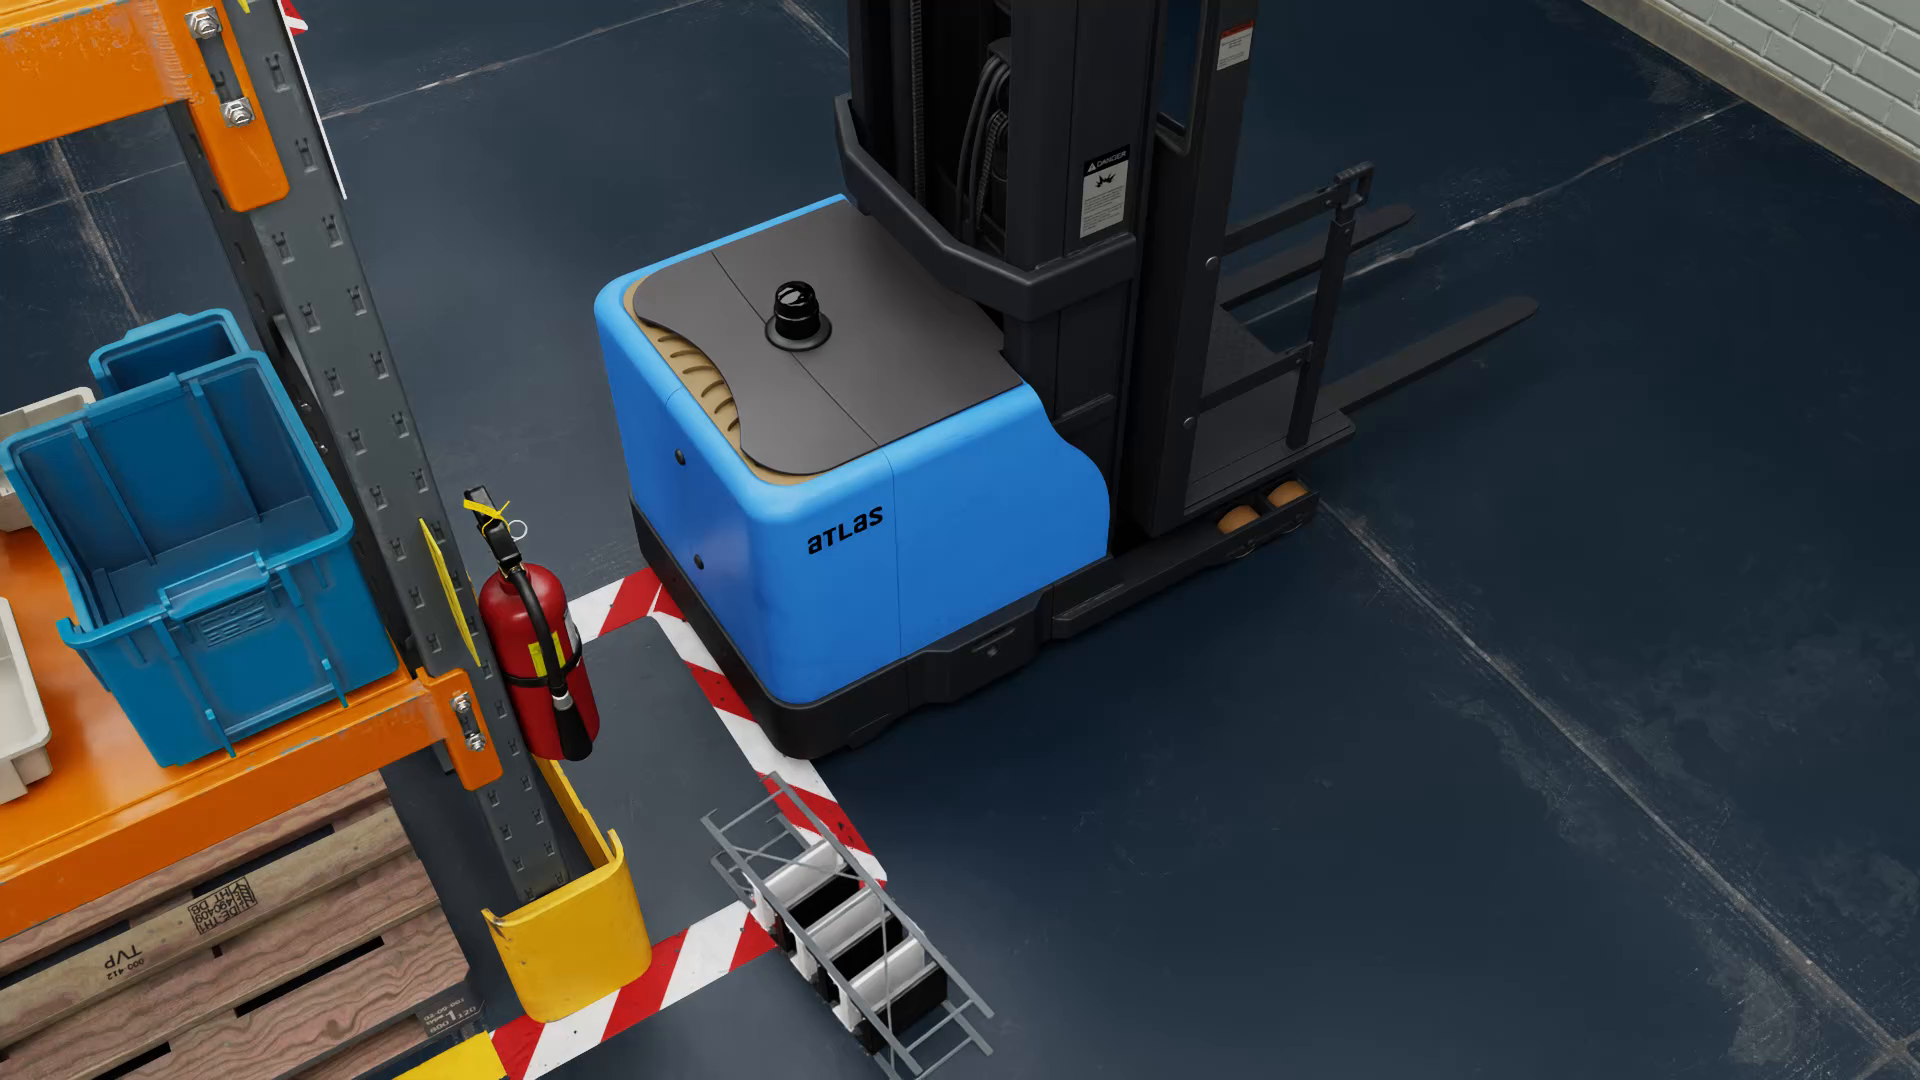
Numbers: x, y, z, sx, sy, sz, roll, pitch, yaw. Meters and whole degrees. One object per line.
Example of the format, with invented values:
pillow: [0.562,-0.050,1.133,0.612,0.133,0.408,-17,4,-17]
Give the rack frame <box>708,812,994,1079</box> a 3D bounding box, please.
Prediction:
rack frame: [-0.297,1.064,4.294,0.240,0.006,0.900,-32,56,-25]

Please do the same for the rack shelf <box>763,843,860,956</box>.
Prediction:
rack shelf: [-0.376,0.926,4.281,0.258,0.200,0.077,-32,56,-25]

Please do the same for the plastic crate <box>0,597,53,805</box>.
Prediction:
plastic crate: [-1.832,0.320,3.092,0.243,0.136,0.396,-25,53,-21]

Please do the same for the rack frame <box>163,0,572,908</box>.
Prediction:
rack frame: [-1.239,-0.187,3.408,0.127,3.000,1.000,-25,53,-21]

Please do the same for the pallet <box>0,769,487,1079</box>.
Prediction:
pallet: [-1.957,1.045,4.178,1.213,0.211,1.003,-25,53,-21]

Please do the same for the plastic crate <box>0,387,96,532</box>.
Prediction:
plastic crate: [-1.939,-0.153,3.514,0.298,0.136,0.250,-25,53,-21]

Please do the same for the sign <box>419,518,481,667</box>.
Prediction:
sign: [-0.932,0.100,3.043,0.005,0.325,0.100,-25,53,-21]

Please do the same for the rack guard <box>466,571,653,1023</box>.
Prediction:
rack guard: [-1.225,0.627,4.357,0.348,0.500,1.175,-25,53,-21]

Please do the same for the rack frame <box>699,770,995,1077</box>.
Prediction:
rack frame: [-0.297,0.929,4.142,0.240,0.006,0.900,-32,56,-25]

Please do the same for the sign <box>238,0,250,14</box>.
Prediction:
sign: [-0.932,-0.808,2.023,0.005,0.325,0.100,-25,53,-21]

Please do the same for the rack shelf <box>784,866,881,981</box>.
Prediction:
rack shelf: [-0.318,0.978,4.235,0.258,0.200,0.077,-32,56,-25]

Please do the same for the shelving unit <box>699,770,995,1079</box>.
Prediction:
shelving unit: [-0.297,0.997,4.218,0.258,0.210,0.900,-32,56,-25]

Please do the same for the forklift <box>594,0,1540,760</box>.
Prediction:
forklift: [0.526,-1.227,4.380,3.031,2.935,1.130,-26,53,-21]

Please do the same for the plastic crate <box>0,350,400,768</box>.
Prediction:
plastic crate: [-1.422,0.033,3.148,0.499,0.435,0.616,-25,53,-21]

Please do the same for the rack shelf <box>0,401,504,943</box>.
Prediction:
rack shelf: [-2.930,0.850,2.967,4.000,0.370,1.077,-25,53,-21]

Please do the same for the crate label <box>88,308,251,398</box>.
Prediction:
crate label: [-1.623,-0.260,3.545,0.303,0.233,0.416,-25,53,-21]

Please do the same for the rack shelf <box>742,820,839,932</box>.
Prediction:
rack shelf: [-0.433,0.874,4.327,0.258,0.200,0.077,-32,56,-25]

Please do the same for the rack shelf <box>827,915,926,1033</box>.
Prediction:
rack shelf: [-0.203,1.081,4.143,0.258,0.200,0.077,-32,56,-25]

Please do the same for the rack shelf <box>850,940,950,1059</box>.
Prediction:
rack shelf: [-0.145,1.133,4.097,0.258,0.200,0.077,-32,56,-25]

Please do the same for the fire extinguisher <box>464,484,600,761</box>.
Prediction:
fire extinguisher: [-0.869,0.190,3.374,0.183,0.674,0.296,-25,53,-21]

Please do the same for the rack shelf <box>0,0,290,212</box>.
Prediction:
rack shelf: [-2.930,-0.148,1.846,4.000,0.370,1.077,-25,53,-21]

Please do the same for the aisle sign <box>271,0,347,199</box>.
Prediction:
aisle sign: [-1.022,-0.895,2.298,0.004,0.787,0.394,-25,53,-21]

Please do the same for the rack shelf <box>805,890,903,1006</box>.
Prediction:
rack shelf: [-0.260,1.029,4.189,0.258,0.200,0.077,-32,56,-25]
